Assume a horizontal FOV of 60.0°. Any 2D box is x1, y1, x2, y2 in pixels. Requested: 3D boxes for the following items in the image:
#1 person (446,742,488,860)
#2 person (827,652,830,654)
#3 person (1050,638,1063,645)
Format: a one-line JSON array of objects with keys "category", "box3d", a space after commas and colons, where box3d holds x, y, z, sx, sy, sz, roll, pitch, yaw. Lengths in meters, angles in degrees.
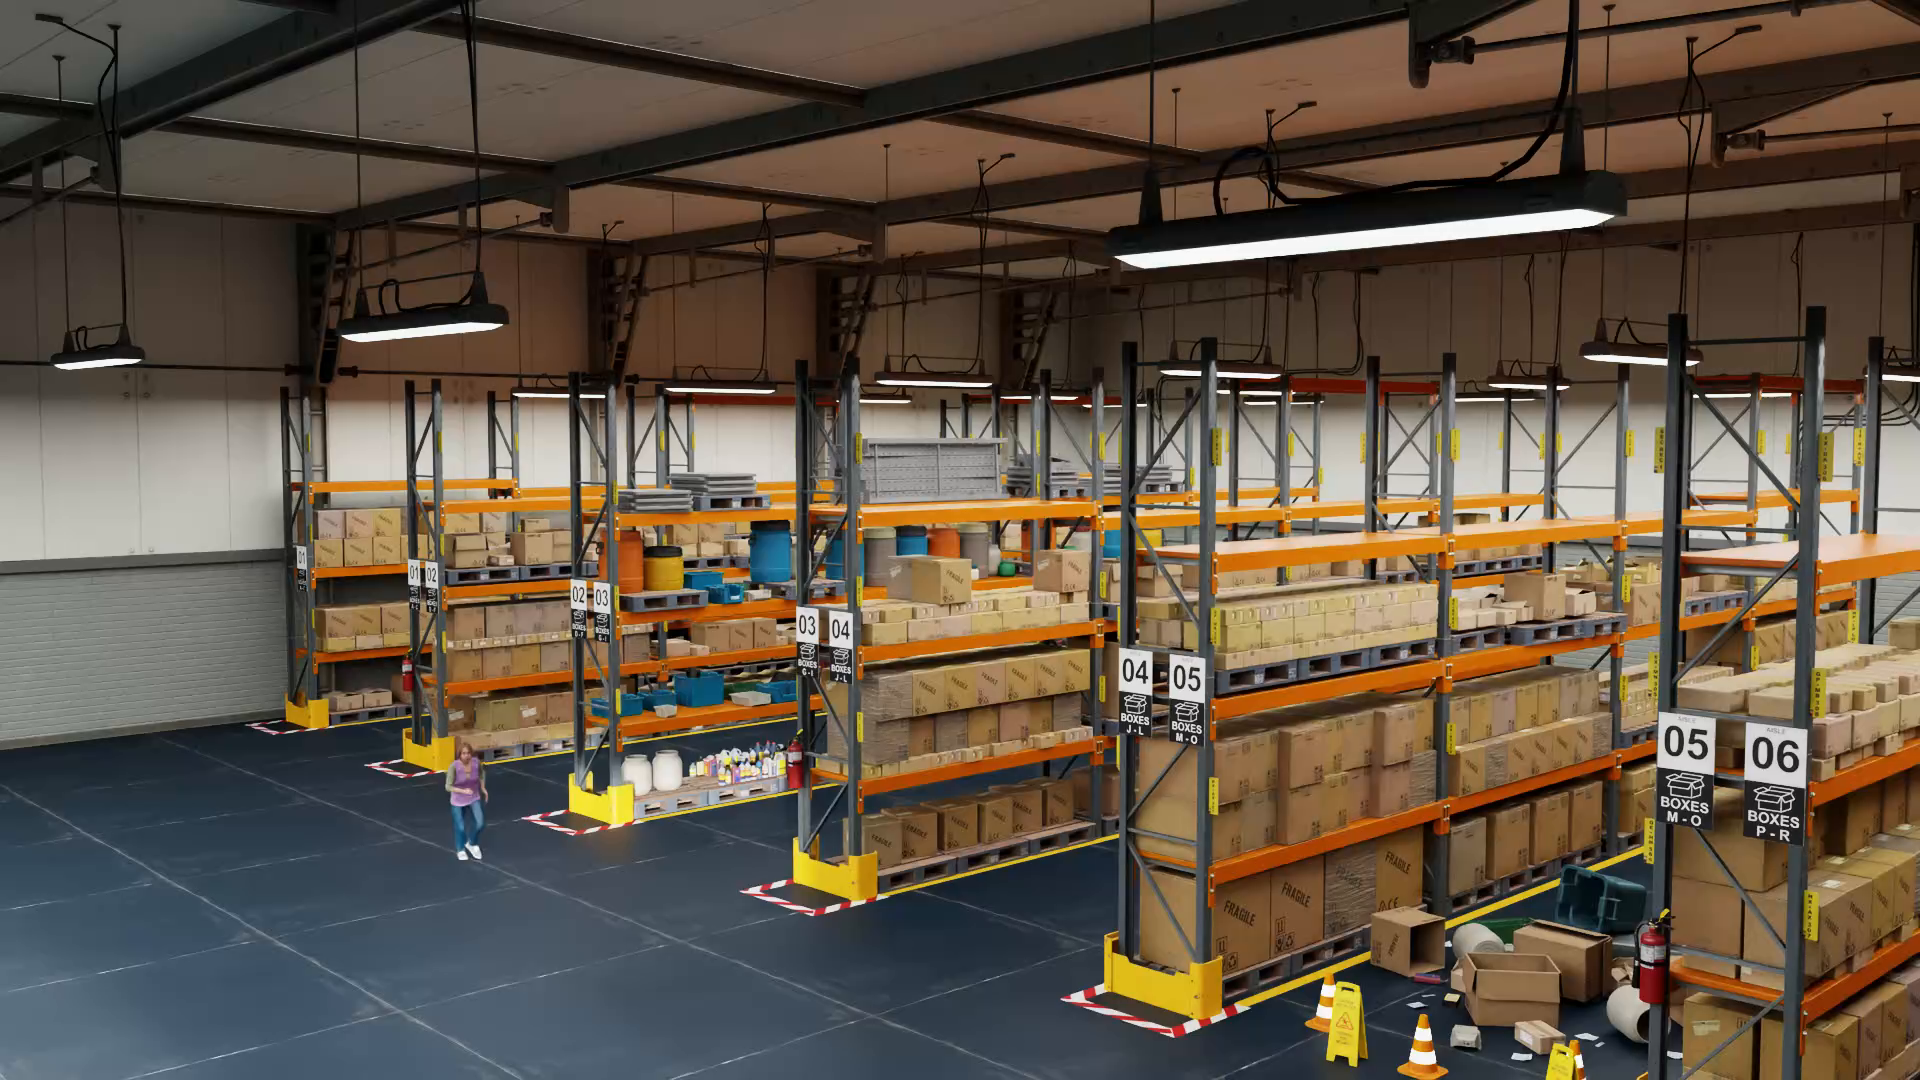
[{"category": "person", "box3d": [-5.898, 3.136, 19.904, 0.528, 1.493, 0.832, -2, 4, -26]}, {"category": "person", "box3d": [-2.652, 2.347, 33.615, 0.511, 1.324, 0.939, 3, 5, 36]}, {"category": "person", "box3d": [1.999, 2.346, 33.094, 0.563, 1.445, 1.081, 1, 4, 20]}]
